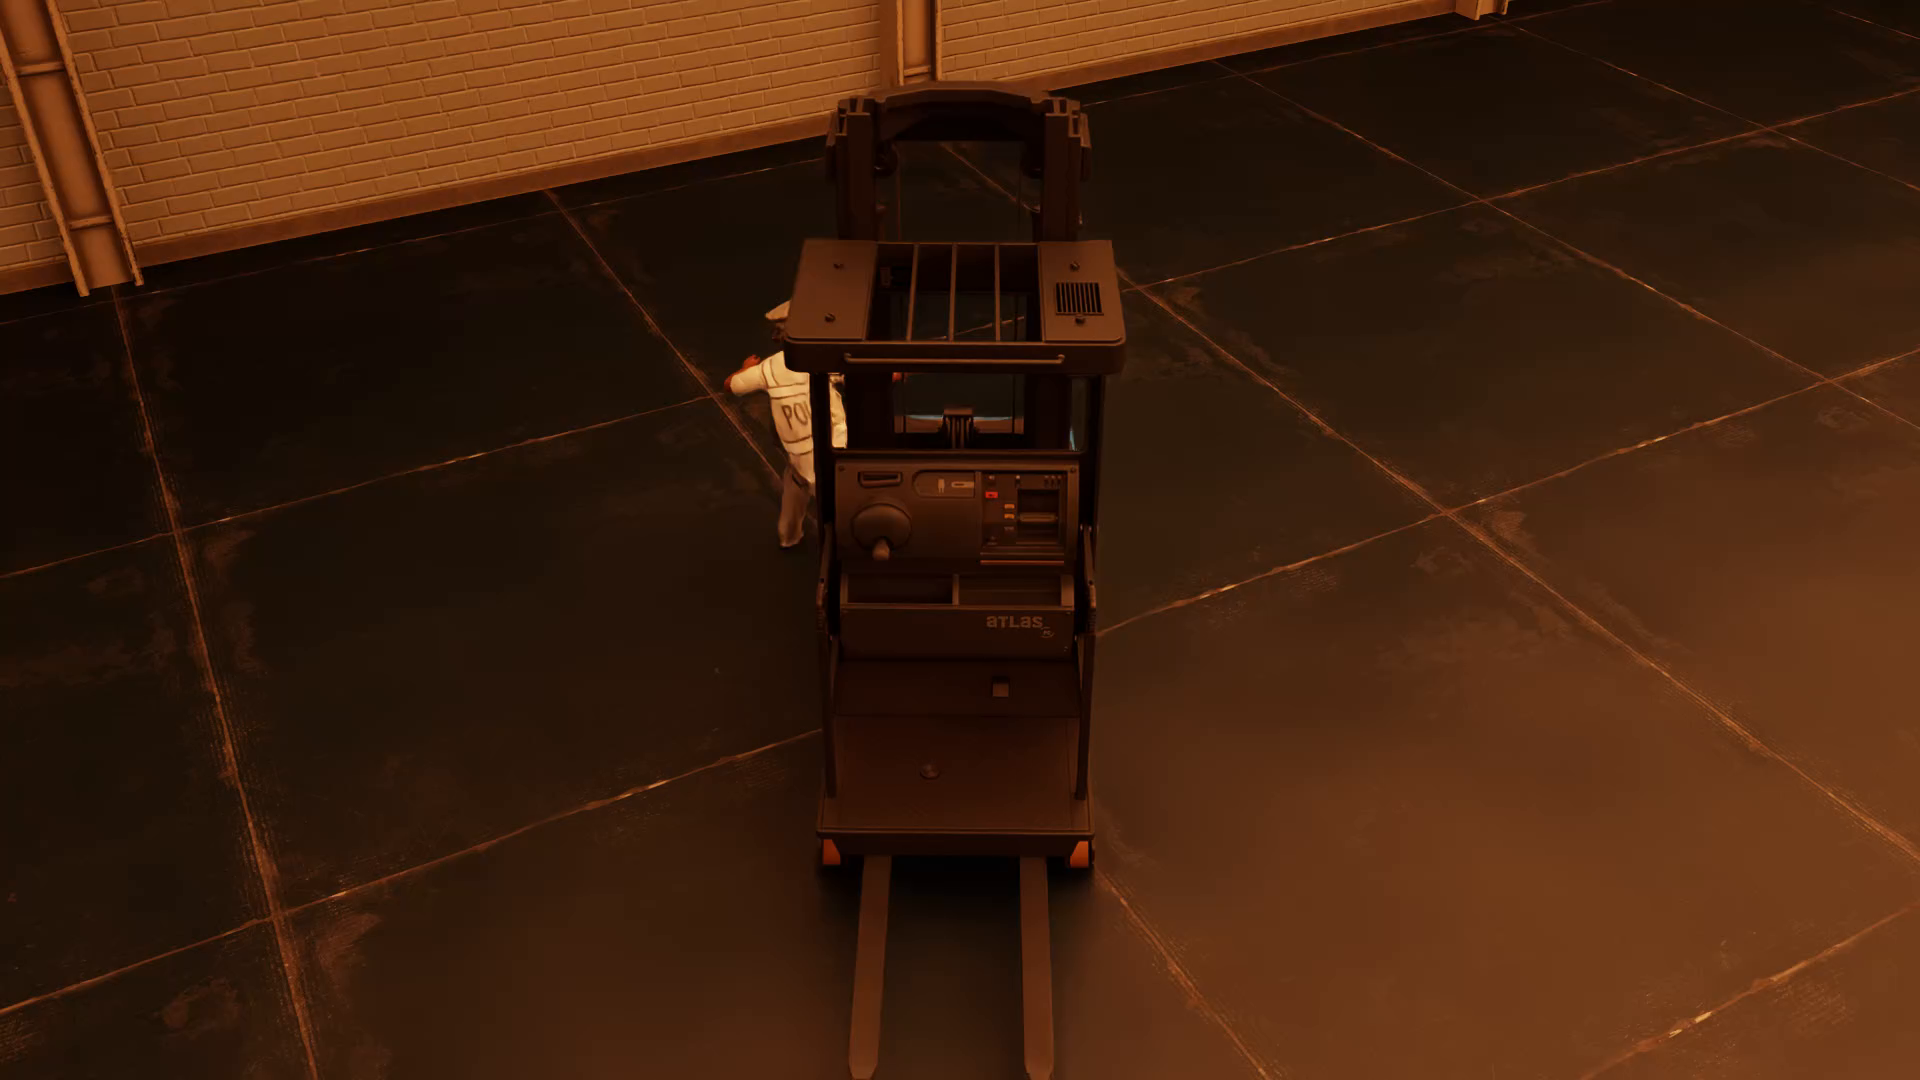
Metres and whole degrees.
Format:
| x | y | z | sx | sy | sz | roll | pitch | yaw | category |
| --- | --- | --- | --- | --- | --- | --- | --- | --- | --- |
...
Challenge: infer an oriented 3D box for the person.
| x | y | z | sx | sy | sz | roll | pitch | yaw | category |
| --- | --- | --- | --- | --- | --- | --- | --- | --- | --- |
| -0.653 | -0.562 | 8.229 | 0.886 | 1.453 | 0.972 | -23 | 41 | -29 | person |

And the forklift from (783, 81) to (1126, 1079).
| x | y | z | sx | sy | sz | roll | pitch | yaw | category |
| --- | --- | --- | --- | --- | --- | --- | --- | --- | --- |
| -0.012 | -0.045 | 6.186 | 1.130 | 2.935 | 3.031 | 0 | 35 | 1 | forklift |
